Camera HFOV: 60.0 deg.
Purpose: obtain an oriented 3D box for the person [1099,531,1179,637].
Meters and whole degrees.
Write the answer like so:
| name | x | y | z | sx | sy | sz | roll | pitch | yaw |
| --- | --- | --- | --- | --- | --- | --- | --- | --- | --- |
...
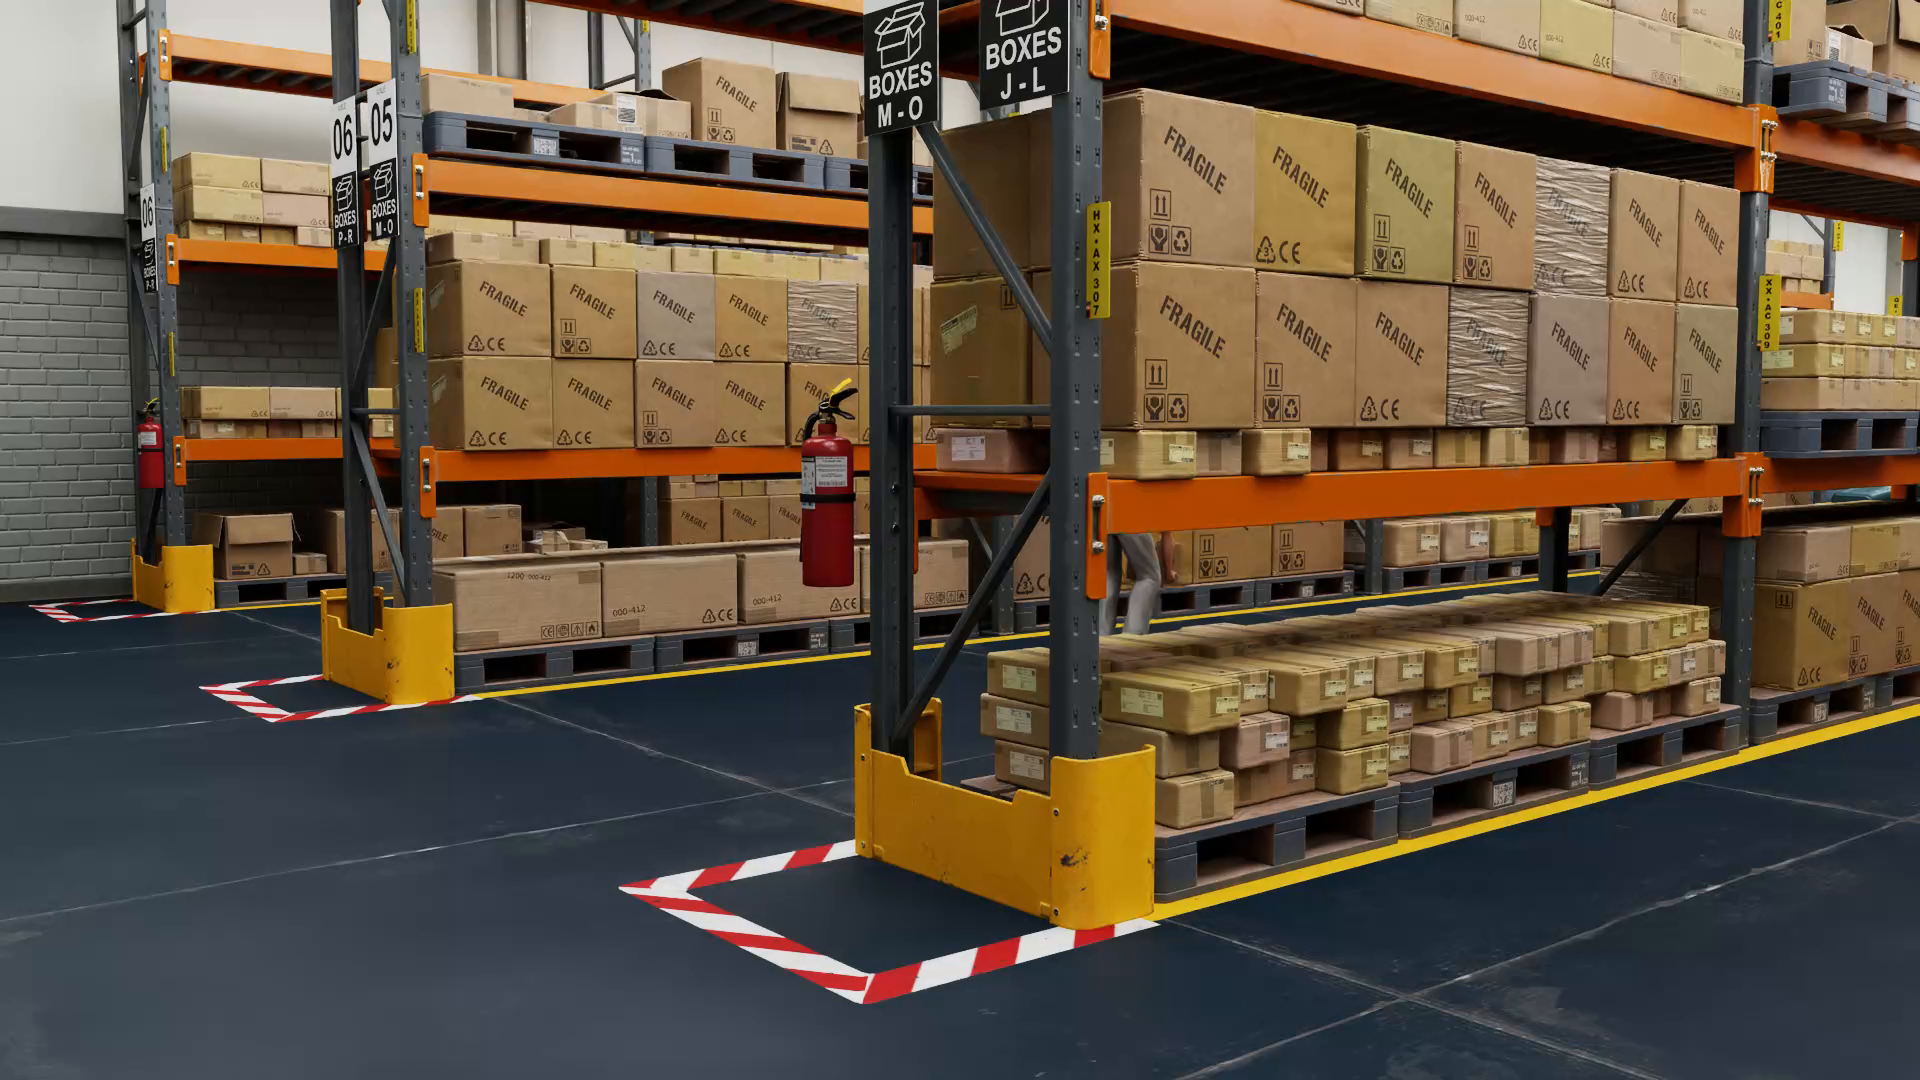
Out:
| name | x | y | z | sx | sy | sz | roll | pitch | yaw |
| --- | --- | --- | --- | --- | --- | --- | --- | --- | --- |
| person | 1.161 | 0.092 | 10.634 | 0.417 | 1.202 | 0.853 | 3 | 5 | 36 |
